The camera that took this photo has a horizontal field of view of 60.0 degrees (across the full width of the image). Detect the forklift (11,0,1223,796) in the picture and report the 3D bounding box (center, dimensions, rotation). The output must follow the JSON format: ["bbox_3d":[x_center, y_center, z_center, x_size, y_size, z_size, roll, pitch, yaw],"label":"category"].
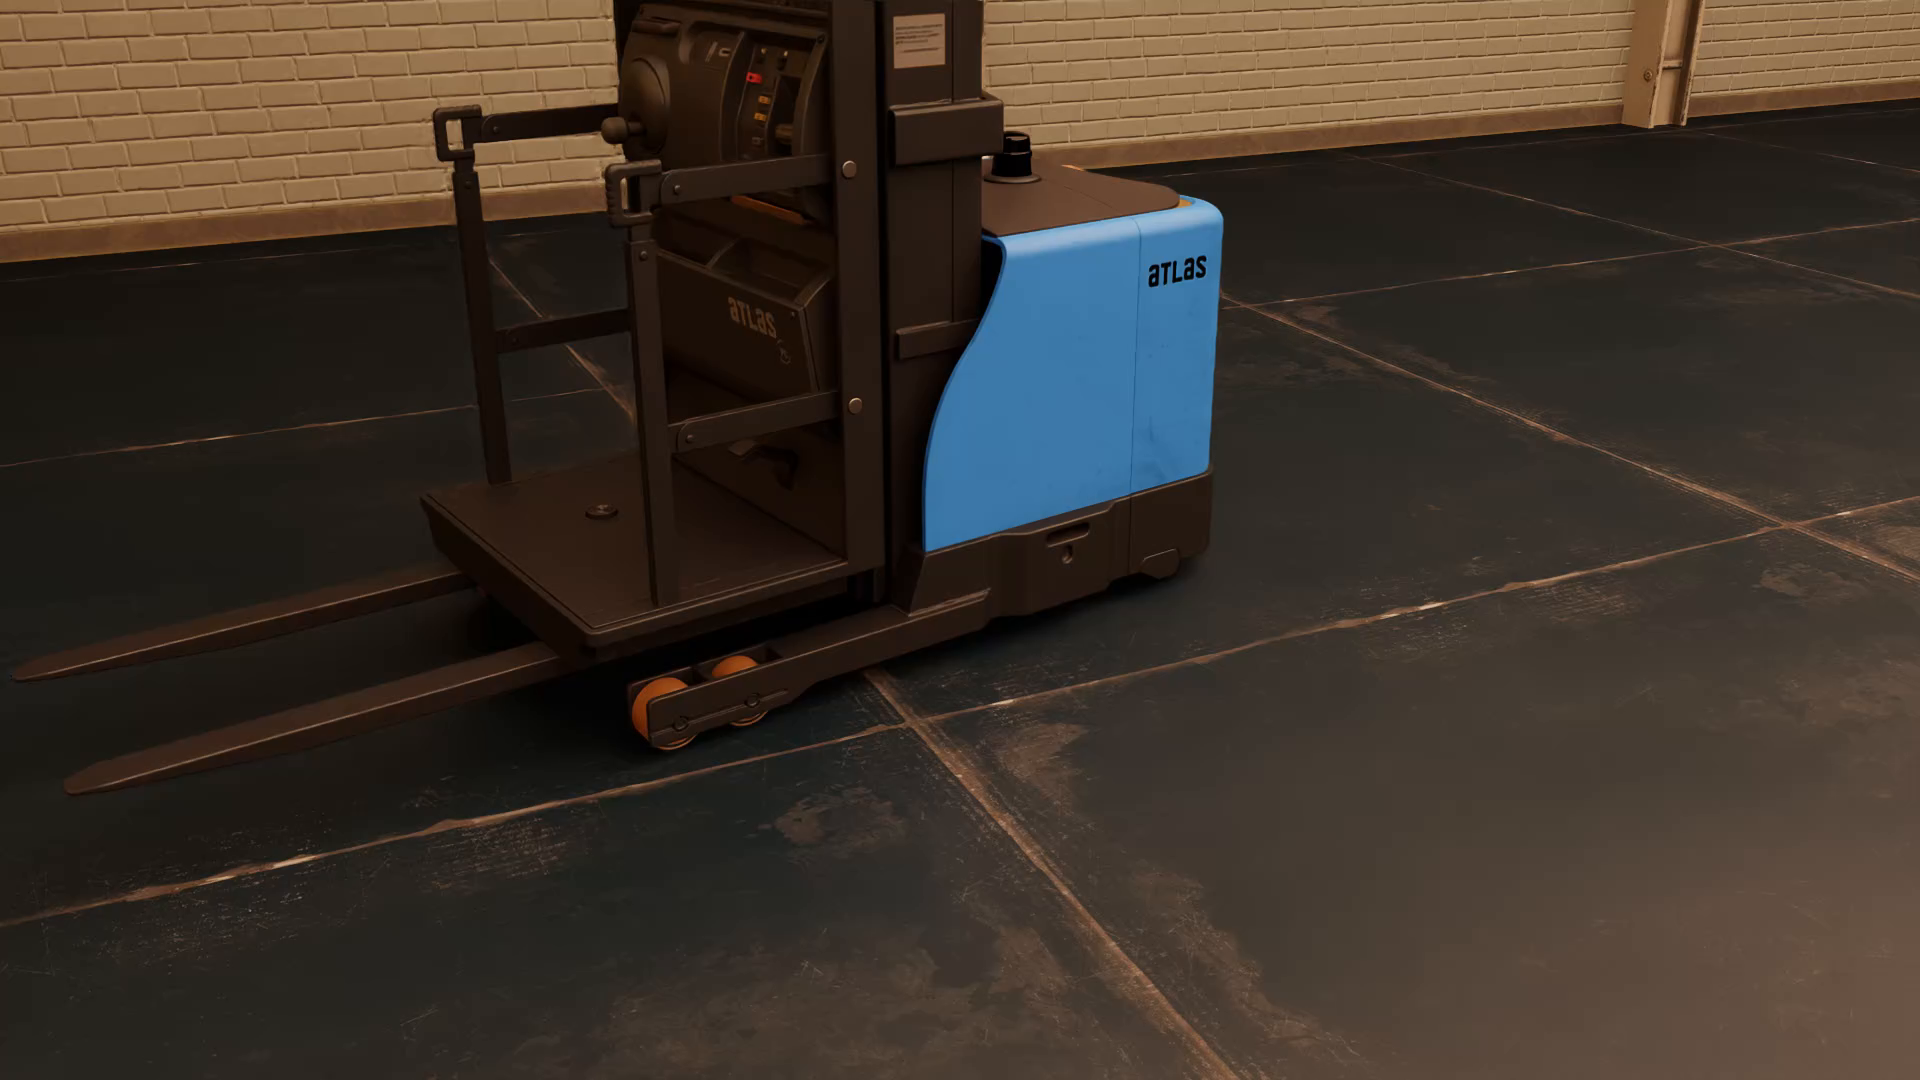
[{"bbox_3d":[-0.755,-1.089,3.907,3.031,2.935,1.130,-16,27,-33],"label":"forklift"}]

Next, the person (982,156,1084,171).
[{"bbox_3d":[0.052,-1.063,5.782,0.699,1.461,0.902,-6,23,-14],"label":"person"}]
